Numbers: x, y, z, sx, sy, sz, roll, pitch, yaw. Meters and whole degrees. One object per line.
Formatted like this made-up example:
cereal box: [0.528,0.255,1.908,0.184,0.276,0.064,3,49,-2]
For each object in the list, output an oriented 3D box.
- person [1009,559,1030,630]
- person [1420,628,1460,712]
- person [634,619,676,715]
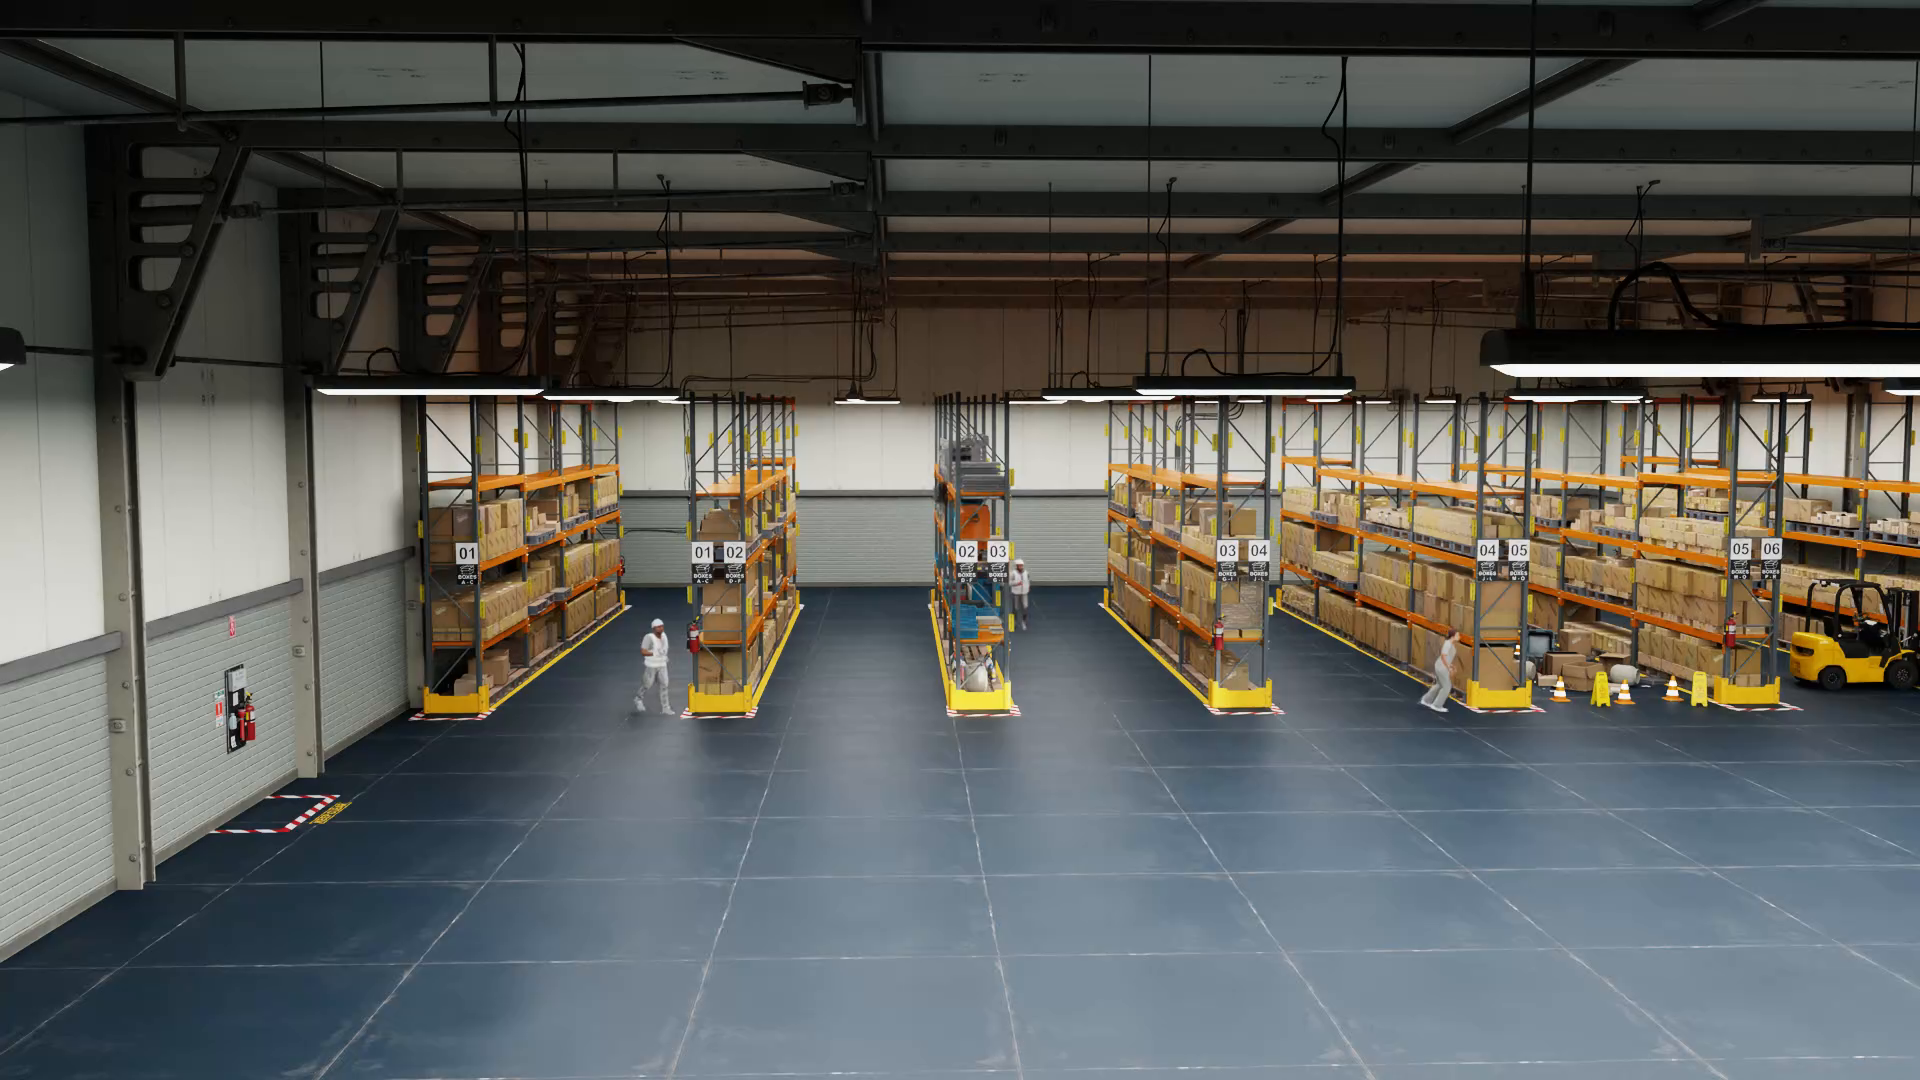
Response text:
person: [1.540,1.404,42.885,0.629,1.833,0.850,-1,5,-11]
person: [9.014,2.433,31.232,0.733,1.606,0.585,2,5,23]
person: [-5.658,2.337,30.802,1.043,1.758,0.671,4,6,42]
